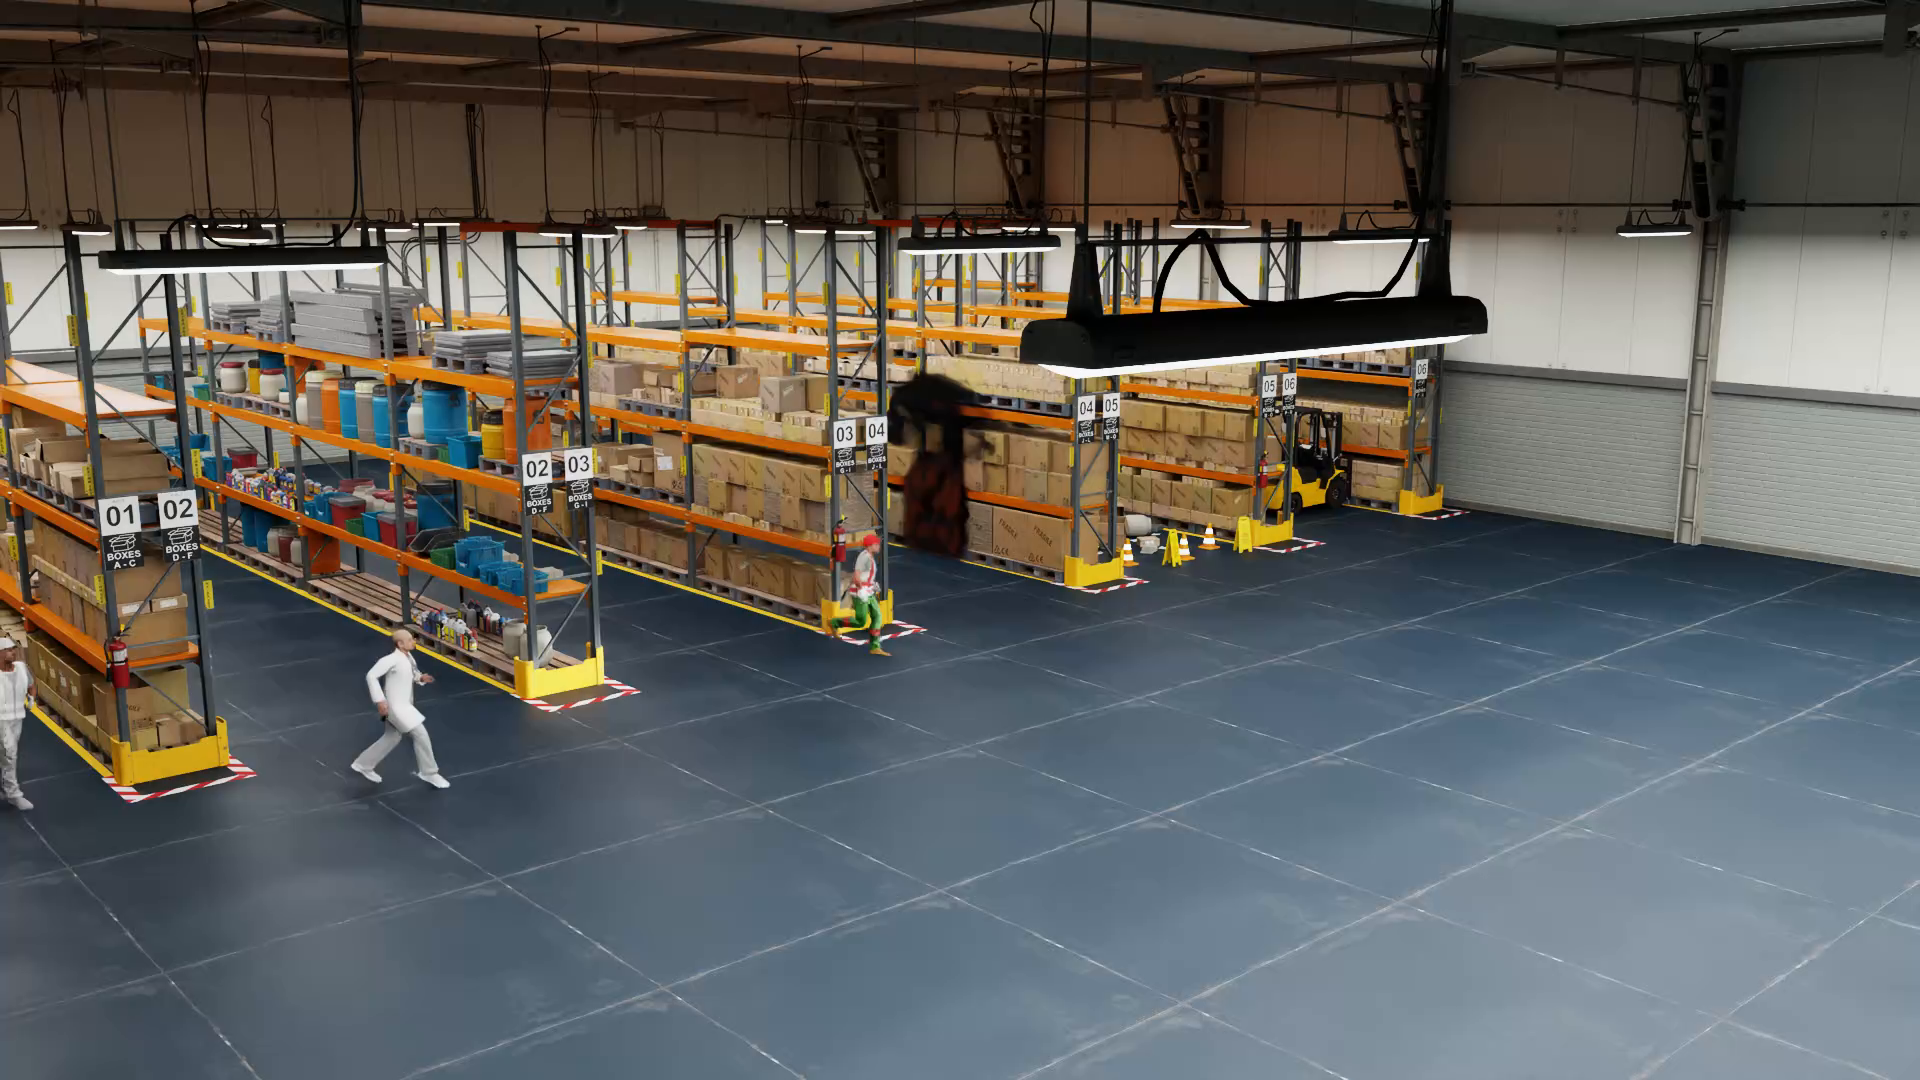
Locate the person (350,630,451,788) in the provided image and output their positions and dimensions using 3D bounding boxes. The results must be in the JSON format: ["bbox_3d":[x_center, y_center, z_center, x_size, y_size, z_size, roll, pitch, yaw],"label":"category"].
[{"bbox_3d":[-6.162,1.866,18.167,1.056,1.818,0.736,-1,11,-6],"label":"person"}]

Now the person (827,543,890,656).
[{"bbox_3d":[-1.446,0.808,23.693,0.914,1.716,0.666,2,12,10],"label":"person"}]

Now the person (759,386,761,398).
[{"bbox_3d":[-5.318,-3.385,44.368,0.586,1.534,0.644,9,15,38],"label":"person"}]

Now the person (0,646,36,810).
[{"bbox_3d":[-10.229,1.949,17.843,0.851,1.755,0.701,4,12,17],"label":"person"}]
